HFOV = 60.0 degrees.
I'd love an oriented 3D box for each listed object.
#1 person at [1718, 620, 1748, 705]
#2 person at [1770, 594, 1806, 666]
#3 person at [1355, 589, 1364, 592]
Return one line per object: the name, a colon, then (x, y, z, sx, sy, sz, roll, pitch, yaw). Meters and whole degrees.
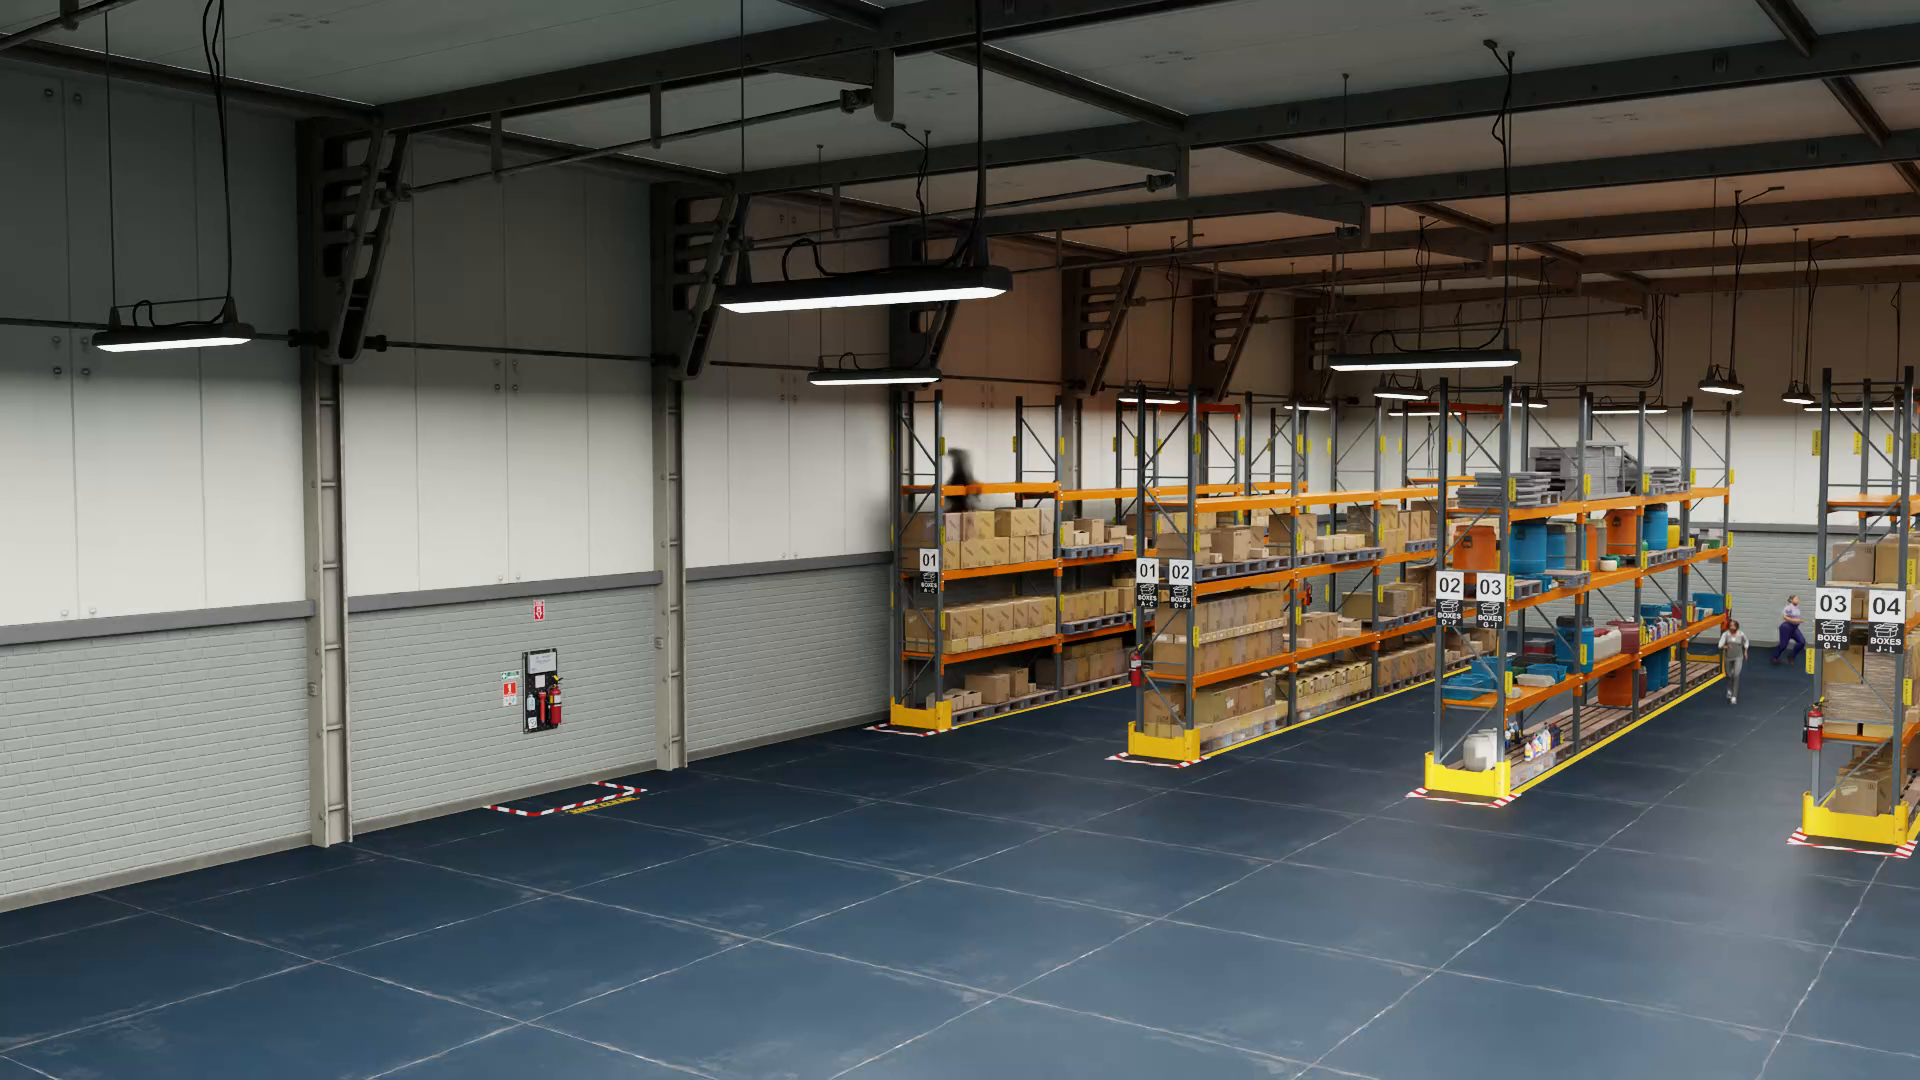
person: (15.081, 2.358, 32.447, 0.531, 1.626, 0.824, 2, 4, 27)
person: (18.983, 2.062, 38.041, 0.648, 1.646, 0.702, -2, 4, -31)
person: (9.264, 1.991, 38.584, 0.549, 1.724, 0.685, 3, 4, 38)
